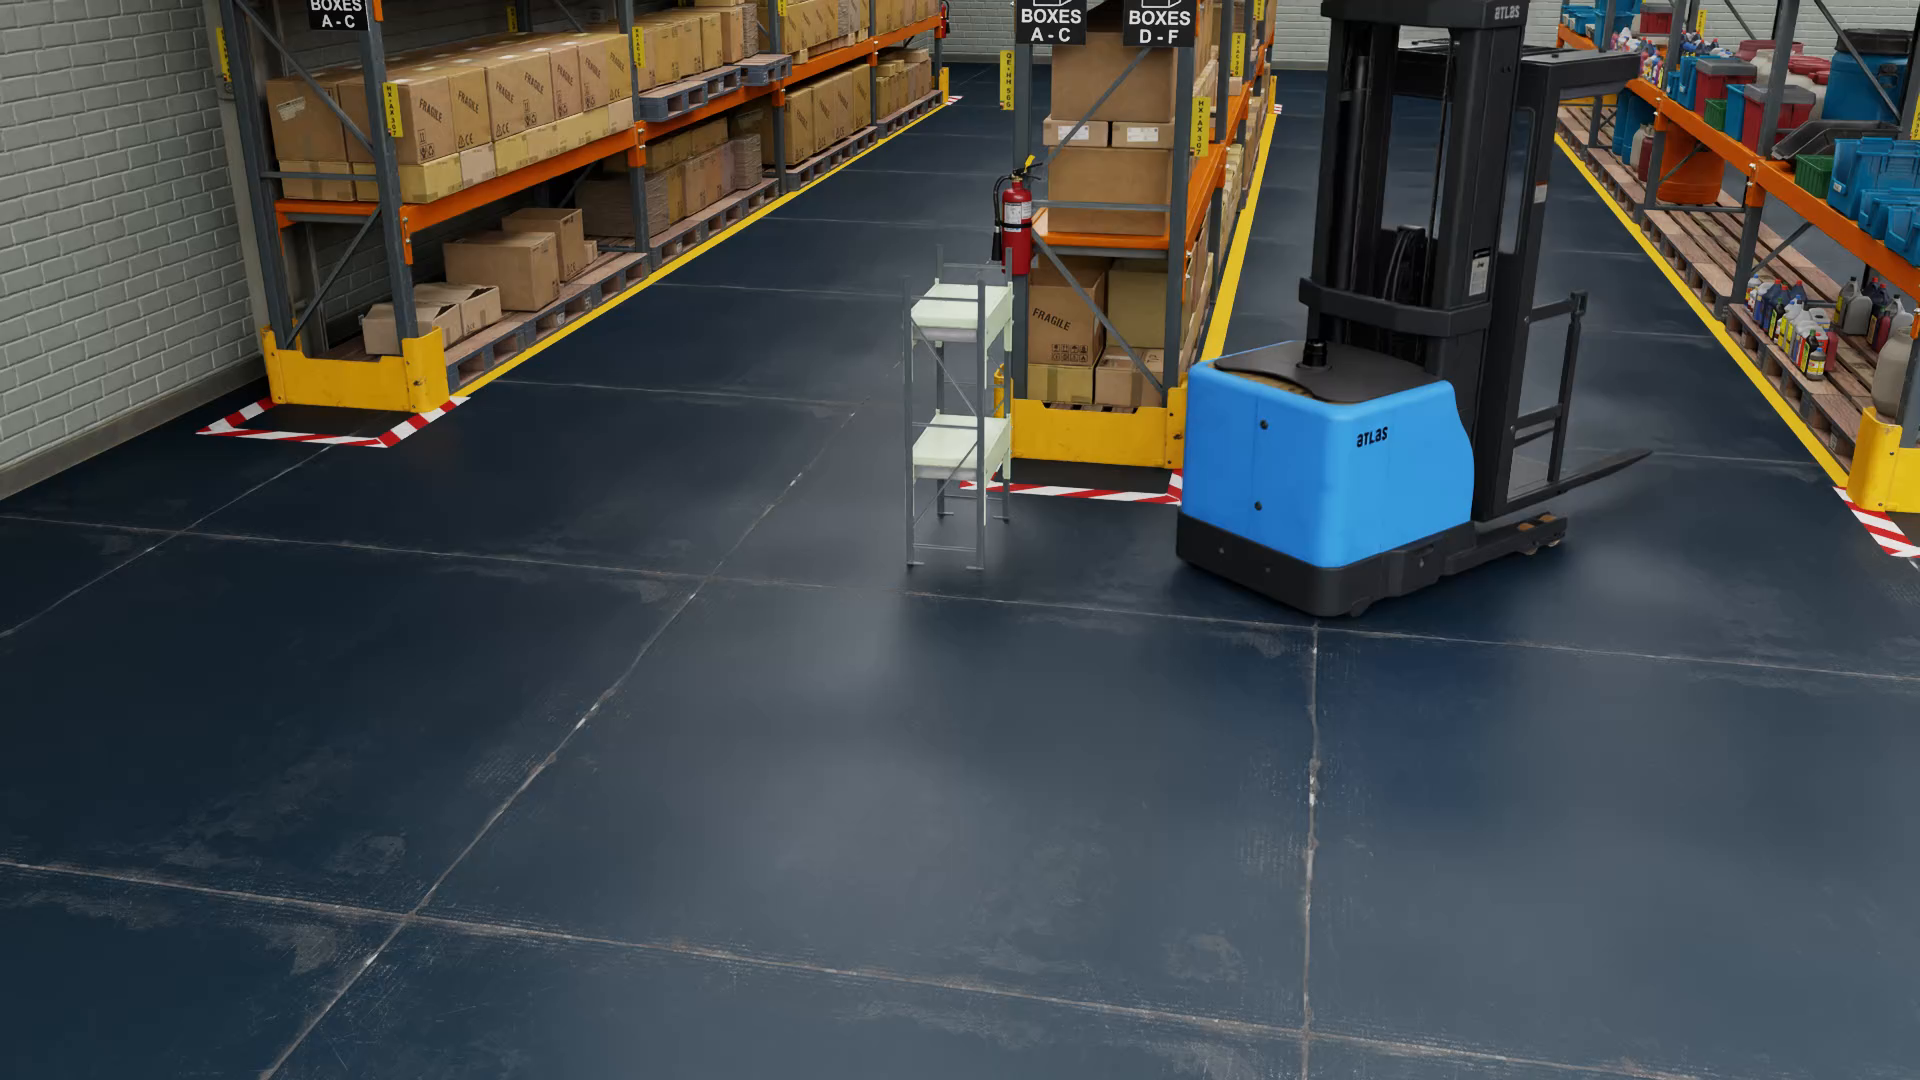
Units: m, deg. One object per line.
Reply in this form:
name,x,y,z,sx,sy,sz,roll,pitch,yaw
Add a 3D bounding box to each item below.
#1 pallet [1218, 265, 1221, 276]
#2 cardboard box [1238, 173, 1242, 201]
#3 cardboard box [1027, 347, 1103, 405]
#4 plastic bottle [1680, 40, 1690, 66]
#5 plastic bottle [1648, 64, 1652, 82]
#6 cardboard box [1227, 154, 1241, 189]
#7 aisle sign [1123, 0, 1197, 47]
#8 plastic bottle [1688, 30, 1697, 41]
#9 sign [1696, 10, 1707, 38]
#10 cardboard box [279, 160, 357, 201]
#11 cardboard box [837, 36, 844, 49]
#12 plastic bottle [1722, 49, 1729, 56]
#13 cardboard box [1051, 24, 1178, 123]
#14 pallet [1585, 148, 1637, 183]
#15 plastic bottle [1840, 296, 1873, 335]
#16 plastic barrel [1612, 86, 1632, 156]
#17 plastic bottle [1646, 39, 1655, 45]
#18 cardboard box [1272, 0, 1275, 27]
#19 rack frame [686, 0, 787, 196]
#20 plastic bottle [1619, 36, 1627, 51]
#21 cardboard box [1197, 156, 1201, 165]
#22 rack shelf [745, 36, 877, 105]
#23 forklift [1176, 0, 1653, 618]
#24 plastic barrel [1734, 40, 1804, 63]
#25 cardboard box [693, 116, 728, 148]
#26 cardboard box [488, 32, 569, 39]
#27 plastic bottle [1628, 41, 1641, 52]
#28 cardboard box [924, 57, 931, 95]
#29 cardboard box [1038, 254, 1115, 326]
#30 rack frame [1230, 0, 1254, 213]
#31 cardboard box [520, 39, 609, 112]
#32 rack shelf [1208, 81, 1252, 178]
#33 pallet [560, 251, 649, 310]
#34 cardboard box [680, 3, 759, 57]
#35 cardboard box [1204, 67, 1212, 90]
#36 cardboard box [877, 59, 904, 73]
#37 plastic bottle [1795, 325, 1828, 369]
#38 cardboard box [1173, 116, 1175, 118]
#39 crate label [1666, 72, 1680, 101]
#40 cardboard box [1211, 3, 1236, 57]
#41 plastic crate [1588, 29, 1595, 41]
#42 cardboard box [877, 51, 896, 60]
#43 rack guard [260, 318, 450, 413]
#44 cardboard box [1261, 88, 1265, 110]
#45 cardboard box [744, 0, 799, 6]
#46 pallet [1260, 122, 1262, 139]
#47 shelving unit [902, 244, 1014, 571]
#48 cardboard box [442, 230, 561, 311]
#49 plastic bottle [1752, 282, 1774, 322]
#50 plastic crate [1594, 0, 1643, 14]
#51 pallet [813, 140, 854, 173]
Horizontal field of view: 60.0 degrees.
pallet,1.735,-2.366,14.447,1.003,0.211,1.213,4,22,11
cardboard box,2.570,-3.559,16.793,0.500,0.250,0.500,5,22,12
cardboard box,0.627,-1.063,10.595,0.500,0.250,0.500,4,22,11
plastic bottle,8.036,-5.390,18.395,0.097,0.271,0.097,0,22,0
plastic bottle,7.100,-4.792,17.002,0.097,0.201,0.097,0,22,0
cardboard box,2.473,-3.629,16.217,0.500,0.311,0.500,4,22,10
aisle sign,1.093,-3.083,9.014,0.394,0.787,0.004,4,22,11
plastic bottle,8.236,-5.550,18.686,0.144,0.351,0.185,4,22,11
sign,8.642,-6.020,19.416,0.100,0.325,0.005,4,22,11
cardboard box,-4.138,-2.426,11.037,0.500,0.250,0.500,5,22,12
cardboard box,-1.624,-6.066,20.210,0.380,0.149,0.250,4,22,11
plastic bottle,7.972,-4.970,17.335,0.061,0.283,0.133,4,22,11
cardboard box,0.925,-2.762,9.826,0.700,0.500,0.500,5,22,11
pallet,7.905,-4.362,19.401,1.003,0.211,1.213,4,22,11
plastic bottle,6.432,-1.624,11.927,0.152,0.276,0.135,4,22,11
plastic barrel,7.976,-4.958,19.396,0.600,0.901,0.708,4,22,11
plastic bottle,7.596,-5.386,18.378,0.152,0.276,0.135,4,22,11
cardboard box,4.037,-7.266,22.746,0.500,0.500,0.500,5,22,11
rack frame,-2.411,-5.227,17.816,1.000,3.000,0.127,4,22,11
plastic bottle,7.511,-5.560,18.817,0.097,0.271,0.097,0,22,0
cardboard box,1.437,-3.078,12.346,0.700,0.500,0.500,4,22,10
rack shelf,-2.003,-5.624,19.766,1.077,0.370,4.000,4,22,11
forklift,2.576,-1.419,8.455,3.031,2.935,1.130,-16,27,-35
plastic barrel,7.489,-4.342,15.437,0.600,0.536,0.708,4,22,11
cardboard box,-2.685,-4.148,16.891,0.500,0.250,0.500,5,22,12
cardboard box,-3.528,-3.895,13.681,0.500,0.500,0.500,4,22,10
plastic bottle,7.400,-5.313,18.197,0.152,0.276,0.135,4,22,11
cardboard box,-0.824,-6.924,24.815,0.700,0.500,0.500,4,22,11
cardboard box,0.814,-1.777,11.366,0.500,0.500,0.500,4,22,11
rack frame,2.439,-4.850,16.882,1.000,3.000,0.127,4,22,11
cardboard box,-3.118,-3.672,13.126,0.500,0.500,0.500,4,22,11
rack shelf,2.031,-3.785,15.200,1.077,0.370,4.000,4,22,11
pallet,-3.330,-2.222,14.088,1.003,0.211,1.213,4,22,11
cardboard box,-2.497,-5.304,17.286,0.700,0.500,0.500,2,22,5
cardboard box,1.674,-3.433,12.360,0.380,0.149,0.250,4,22,9
cardboard box,-0.987,-6.594,23.126,0.380,0.149,0.250,4,22,9
plastic bottle,5.679,-1.281,11.077,0.152,0.276,0.135,5,22,11
cardboard box,1.149,-2.496,10.033,0.380,0.149,0.250,4,22,10
crate label,6.834,-4.268,15.660,0.303,0.233,0.416,4,22,11
cardboard box,2.457,-5.330,17.378,0.700,0.500,0.500,-3,22,-7
plastic crate,8.069,-6.264,20.681,0.437,0.125,0.590,4,22,11
cardboard box,-1.148,-7.009,24.157,0.380,0.149,0.250,5,22,11
rack guard,-4.028,-1.169,11.087,1.175,0.500,0.348,4,22,11
cardboard box,3.978,-6.142,23.180,0.500,0.250,0.500,4,22,11
cardboard box,-2.060,-5.925,17.987,0.500,0.250,0.500,5,22,12
pallet,3.396,-5.271,21.658,1.003,0.211,1.213,4,22,11
shelving unit,-0.001,-0.693,8.567,0.431,1.500,0.755,4,22,11
cardboard box,-3.500,-2.065,12.722,0.700,0.500,0.500,3,22,8
plastic bottle,5.938,-1.746,12.230,0.152,0.276,0.135,5,23,13
plastic crate,9.034,-7.305,22.848,0.616,0.435,0.499,4,22,11
pallet,-1.926,-4.661,20.143,1.003,0.211,1.213,4,22,11
